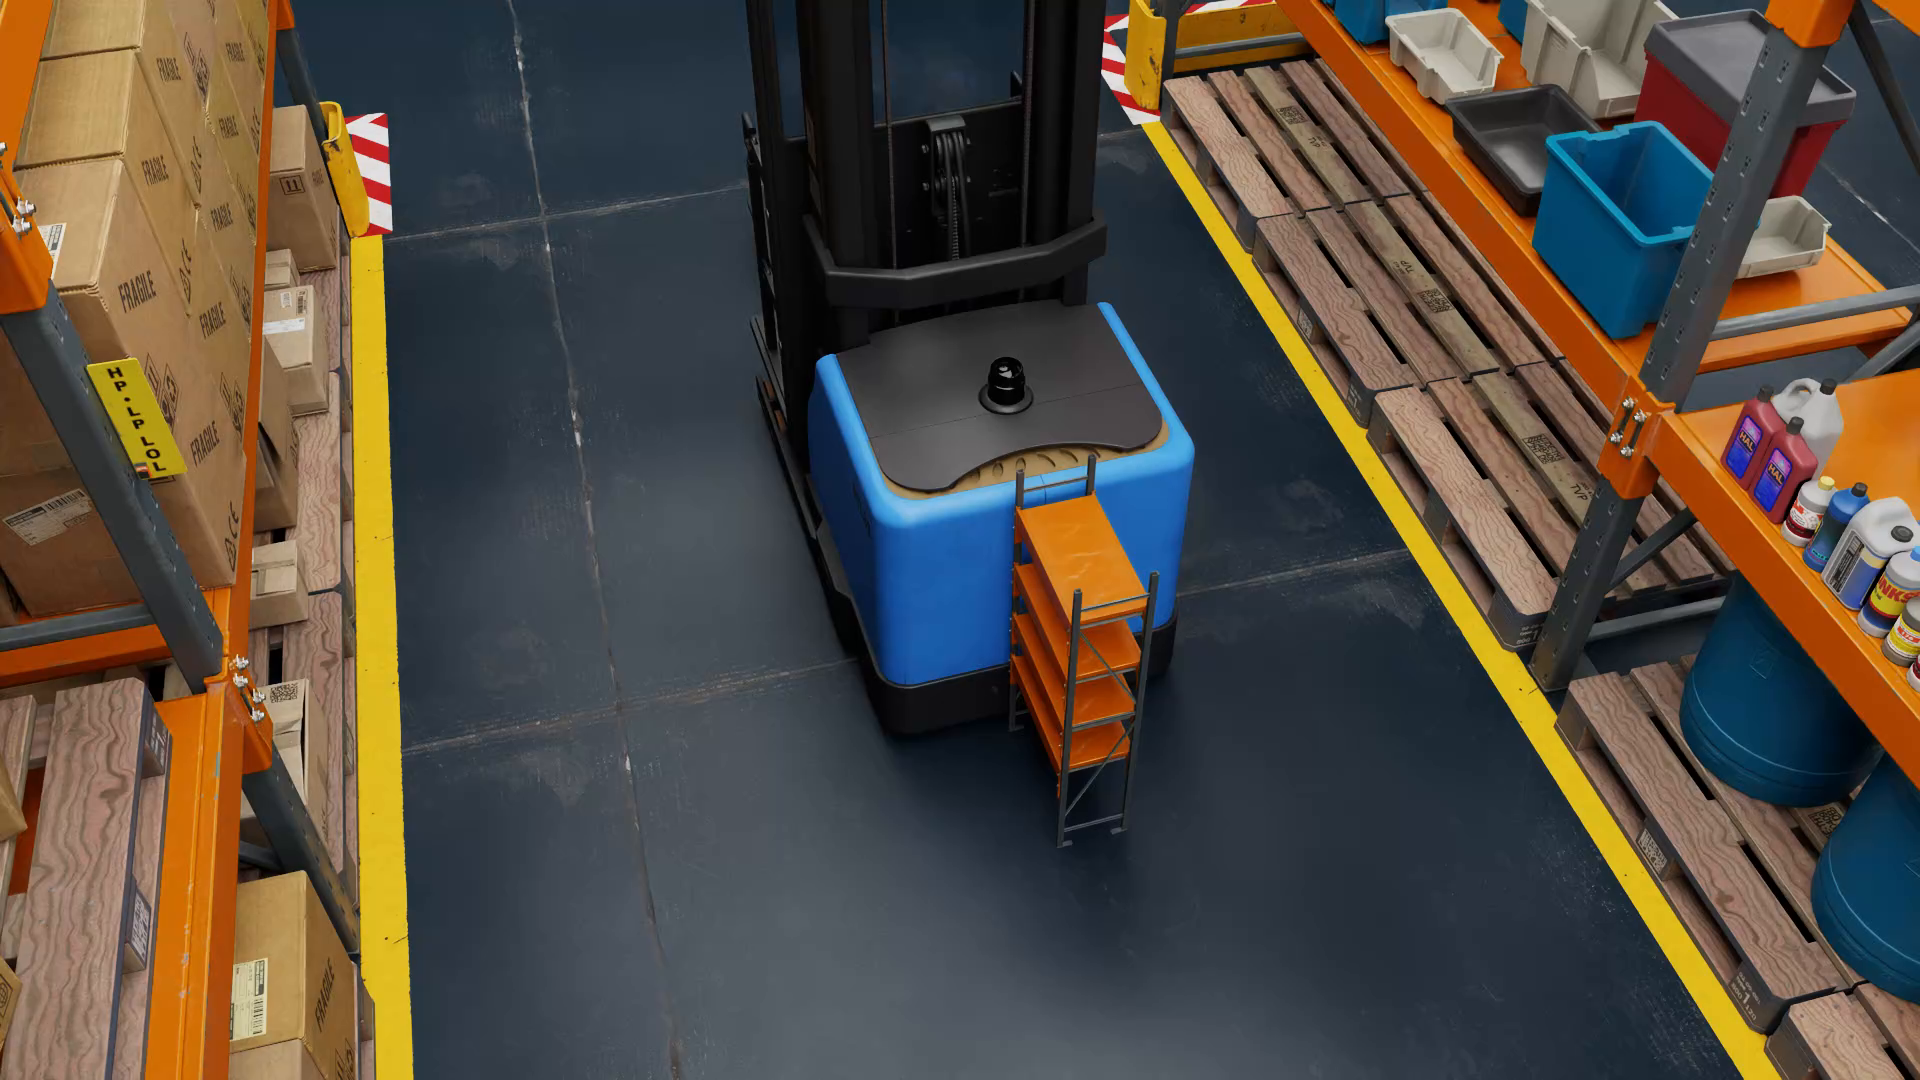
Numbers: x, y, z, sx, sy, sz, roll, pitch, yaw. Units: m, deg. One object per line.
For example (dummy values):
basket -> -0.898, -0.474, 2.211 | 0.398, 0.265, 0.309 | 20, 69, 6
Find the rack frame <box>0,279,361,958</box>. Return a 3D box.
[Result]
rack frame -> -2.310, 0.251, 3.904 | 1.000, 3.000, 0.127 | -11, 47, -10

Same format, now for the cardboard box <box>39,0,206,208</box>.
cardboard box -> -2.422, -1.222, 4.577 | 0.500, 0.500, 0.500 | -12, 47, -11

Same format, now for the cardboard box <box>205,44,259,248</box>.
cardboard box -> -2.568, -1.235, 5.290 | 0.500, 0.500, 0.500 | -11, 47, -11

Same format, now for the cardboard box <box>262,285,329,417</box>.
cardboard box -> -2.742, -0.710, 6.463 | 0.500, 0.250, 0.500 | -11, 47, -10

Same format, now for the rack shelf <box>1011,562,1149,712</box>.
rack shelf -> 0.349, 0.256, 4.940 | 0.258, 0.148, 0.480 | -12, 47, -12

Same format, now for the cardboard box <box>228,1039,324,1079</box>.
cardboard box -> -1.788, 1.603, 4.021 | 0.500, 0.500, 0.500 | -11, 47, -10

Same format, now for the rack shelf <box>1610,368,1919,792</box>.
rack shelf -> 2.992, 0.981, 3.692 | 1.077, 0.370, 4.000 | -11, 47, -10

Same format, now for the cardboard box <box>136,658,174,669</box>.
cardboard box -> -2.922, 0.179, 5.549 | 0.500, 0.311, 0.500 | -11, 47, -10

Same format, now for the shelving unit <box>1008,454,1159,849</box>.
shelving unit -> 0.349, 0.366, 5.051 | 0.258, 1.200, 0.503 | -12, 47, -12

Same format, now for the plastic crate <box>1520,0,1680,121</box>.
plastic crate -> 2.267, -1.719, 5.876 | 0.437, 0.282, 0.530 | -11, 47, -10

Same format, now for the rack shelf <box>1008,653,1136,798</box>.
rack shelf -> 0.349, 0.552, 5.241 | 0.258, 0.148, 0.480 | -12, 47, -12

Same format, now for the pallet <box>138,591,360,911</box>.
pallet -> -2.485, 0.753, 5.364 | 1.003, 0.211, 1.213 | -11, 47, -10

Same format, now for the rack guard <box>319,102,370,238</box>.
rack guard -> -3.314, -1.583, 7.451 | 1.175, 0.500, 0.348 | -11, 47, -10

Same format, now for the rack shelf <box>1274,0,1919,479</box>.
rack shelf -> 1.968, -1.781, 6.399 | 1.077, 0.370, 4.000 | -11, 47, -10

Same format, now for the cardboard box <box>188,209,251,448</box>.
cardboard box -> -2.311, -0.538, 4.607 | 0.500, 0.500, 0.500 | -10, 46, -10

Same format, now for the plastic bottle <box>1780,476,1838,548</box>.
plastic bottle -> 2.242, -0.083, 4.370 | 0.097, 0.201, 0.097 | 0, 46, 0

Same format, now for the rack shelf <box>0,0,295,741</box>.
rack shelf -> -2.822, -0.878, 5.514 | 1.077, 0.370, 4.000 | -11, 47, -10

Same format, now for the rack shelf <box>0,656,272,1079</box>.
rack shelf -> -1.798, 1.884, 2.807 | 1.077, 0.370, 4.000 | -11, 47, -10

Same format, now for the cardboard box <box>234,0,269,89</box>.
cardboard box -> -2.820, -1.928, 5.970 | 0.500, 0.500, 0.500 | -10, 46, -10

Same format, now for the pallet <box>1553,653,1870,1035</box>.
pallet -> 2.637, 0.864, 5.255 | 1.003, 0.211, 1.213 | -11, 47, -10

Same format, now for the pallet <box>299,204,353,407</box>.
pallet -> -3.109, -0.932, 7.015 | 1.003, 0.211, 1.213 | -11, 47, -10

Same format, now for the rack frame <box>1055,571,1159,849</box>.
rack frame -> 0.420, 0.532, 4.888 | 0.240, 1.200, 0.015 | -12, 47, -12

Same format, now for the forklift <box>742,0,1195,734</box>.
forklift -> -0.184, -1.456, 5.624 | 1.130, 2.935, 3.031 | -12, 47, -12

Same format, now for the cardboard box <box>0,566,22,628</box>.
cardboard box -> -2.686, -0.082, 4.160 | 0.500, 0.500, 0.500 | -10, 46, -10

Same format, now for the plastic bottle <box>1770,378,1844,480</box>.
plastic bottle -> 2.267, -0.304, 4.483 | 0.144, 0.351, 0.185 | -11, 47, -10

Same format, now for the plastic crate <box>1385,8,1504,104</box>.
plastic crate -> 1.743, -1.728, 5.986 | 0.293, 0.136, 0.466 | -11, 47, -10

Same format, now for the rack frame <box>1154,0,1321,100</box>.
rack frame -> 1.456, -3.414, 7.495 | 1.000, 3.000, 0.127 | -11, 47, -10

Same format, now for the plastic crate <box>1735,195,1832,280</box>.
plastic crate -> 2.499, -0.928, 5.202 | 0.396, 0.136, 0.243 | -11, 47, -10

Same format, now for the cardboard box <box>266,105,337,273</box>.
cardboard box -> -2.956, -1.459, 7.022 | 0.500, 0.500, 0.500 | -11, 47, -10

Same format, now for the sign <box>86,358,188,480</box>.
sign -> -1.774, -0.258, 3.592 | 0.100, 0.325, 0.005 | -11, 47, -10

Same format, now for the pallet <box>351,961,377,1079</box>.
pallet -> -2.065, 1.782, 4.356 | 1.003, 0.211, 1.213 | -11, 47, -10

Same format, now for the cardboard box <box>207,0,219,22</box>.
cardboard box -> -2.687, -1.933, 5.274 | 0.500, 0.500, 0.500 | -10, 46, -9

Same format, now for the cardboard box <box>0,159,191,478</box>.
cardboard box -> -2.158, -0.511, 3.880 | 0.500, 0.500, 0.500 | -10, 46, -9

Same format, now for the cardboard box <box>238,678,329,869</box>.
cardboard box -> -2.208, 0.709, 5.030 | 0.500, 0.311, 0.500 | -11, 47, -10

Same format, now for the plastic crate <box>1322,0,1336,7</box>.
plastic crate -> 1.538, -2.236, 6.417 | 0.416, 0.233, 0.300 | -11, 47, -10

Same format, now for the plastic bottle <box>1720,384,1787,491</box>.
plastic bottle -> 2.161, -0.280, 4.506 | 0.061, 0.283, 0.133 | -11, 47, -10

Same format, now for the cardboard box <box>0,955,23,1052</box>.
cardboard box -> -2.167, 0.900, 2.903 | 0.700, 0.500, 0.500 | -4, 46, -4

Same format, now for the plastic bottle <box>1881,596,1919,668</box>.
plastic bottle -> 2.352, 0.212, 4.081 | 0.097, 0.201, 0.097 | 0, 46, 0

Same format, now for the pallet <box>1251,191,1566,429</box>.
pallet -> 1.938, -1.020, 7.102 | 1.003, 0.211, 1.213 | -11, 47, -10

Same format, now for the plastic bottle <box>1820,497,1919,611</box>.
plastic bottle -> 2.323, 0.033, 4.204 | 0.152, 0.276, 0.135 | -11, 47, -10

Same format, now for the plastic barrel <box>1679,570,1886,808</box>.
plastic barrel -> 2.602, 0.314, 5.017 | 0.600, 0.901, 0.708 | -11, 47, -10
